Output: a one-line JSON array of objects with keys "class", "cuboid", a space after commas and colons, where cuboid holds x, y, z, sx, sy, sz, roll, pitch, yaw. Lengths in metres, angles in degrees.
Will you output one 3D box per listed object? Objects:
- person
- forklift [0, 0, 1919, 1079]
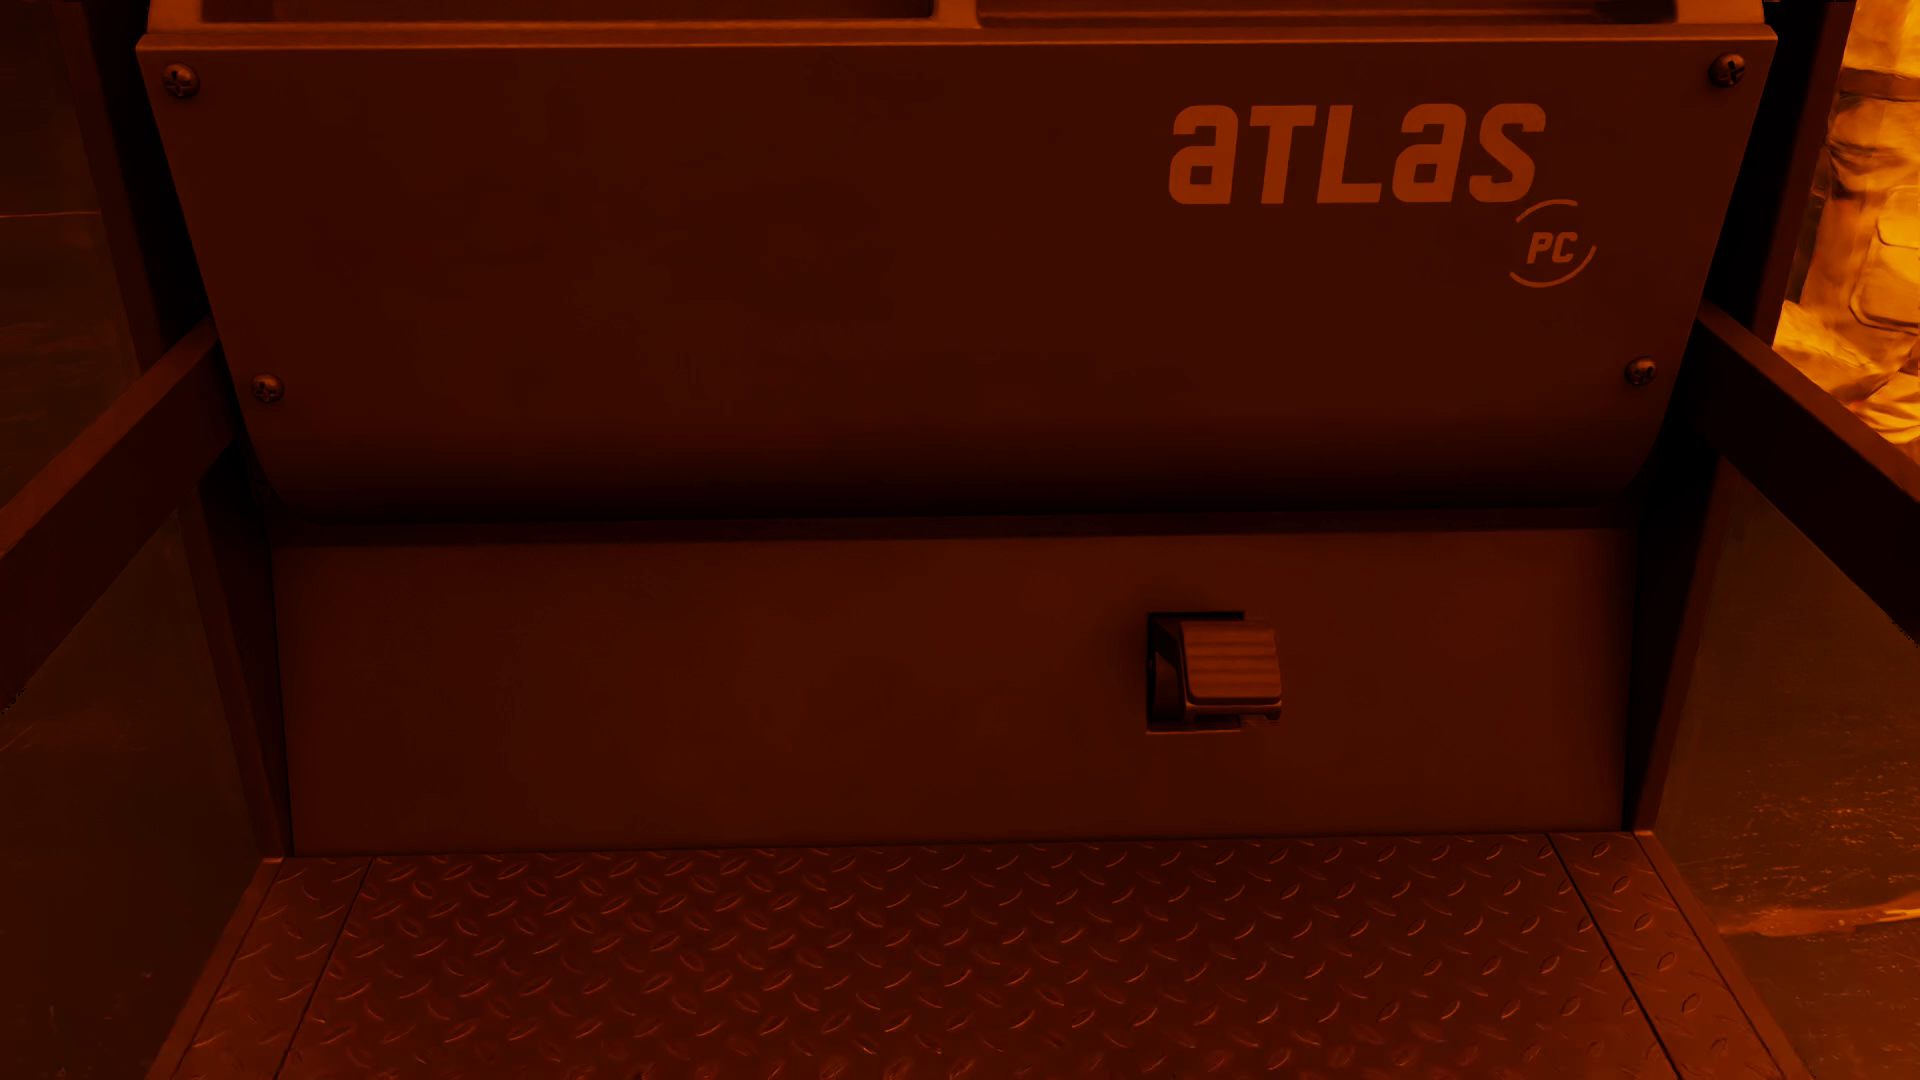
[{"class": "person", "cuboid": [1.219, -0.779, 2.403, 0.953, 1.540, 0.685, -12, 30, -21]}, {"class": "forklift", "cuboid": [0.011, -0.647, 0.591, 1.130, 2.935, 3.031, -1, 28, -2]}]
